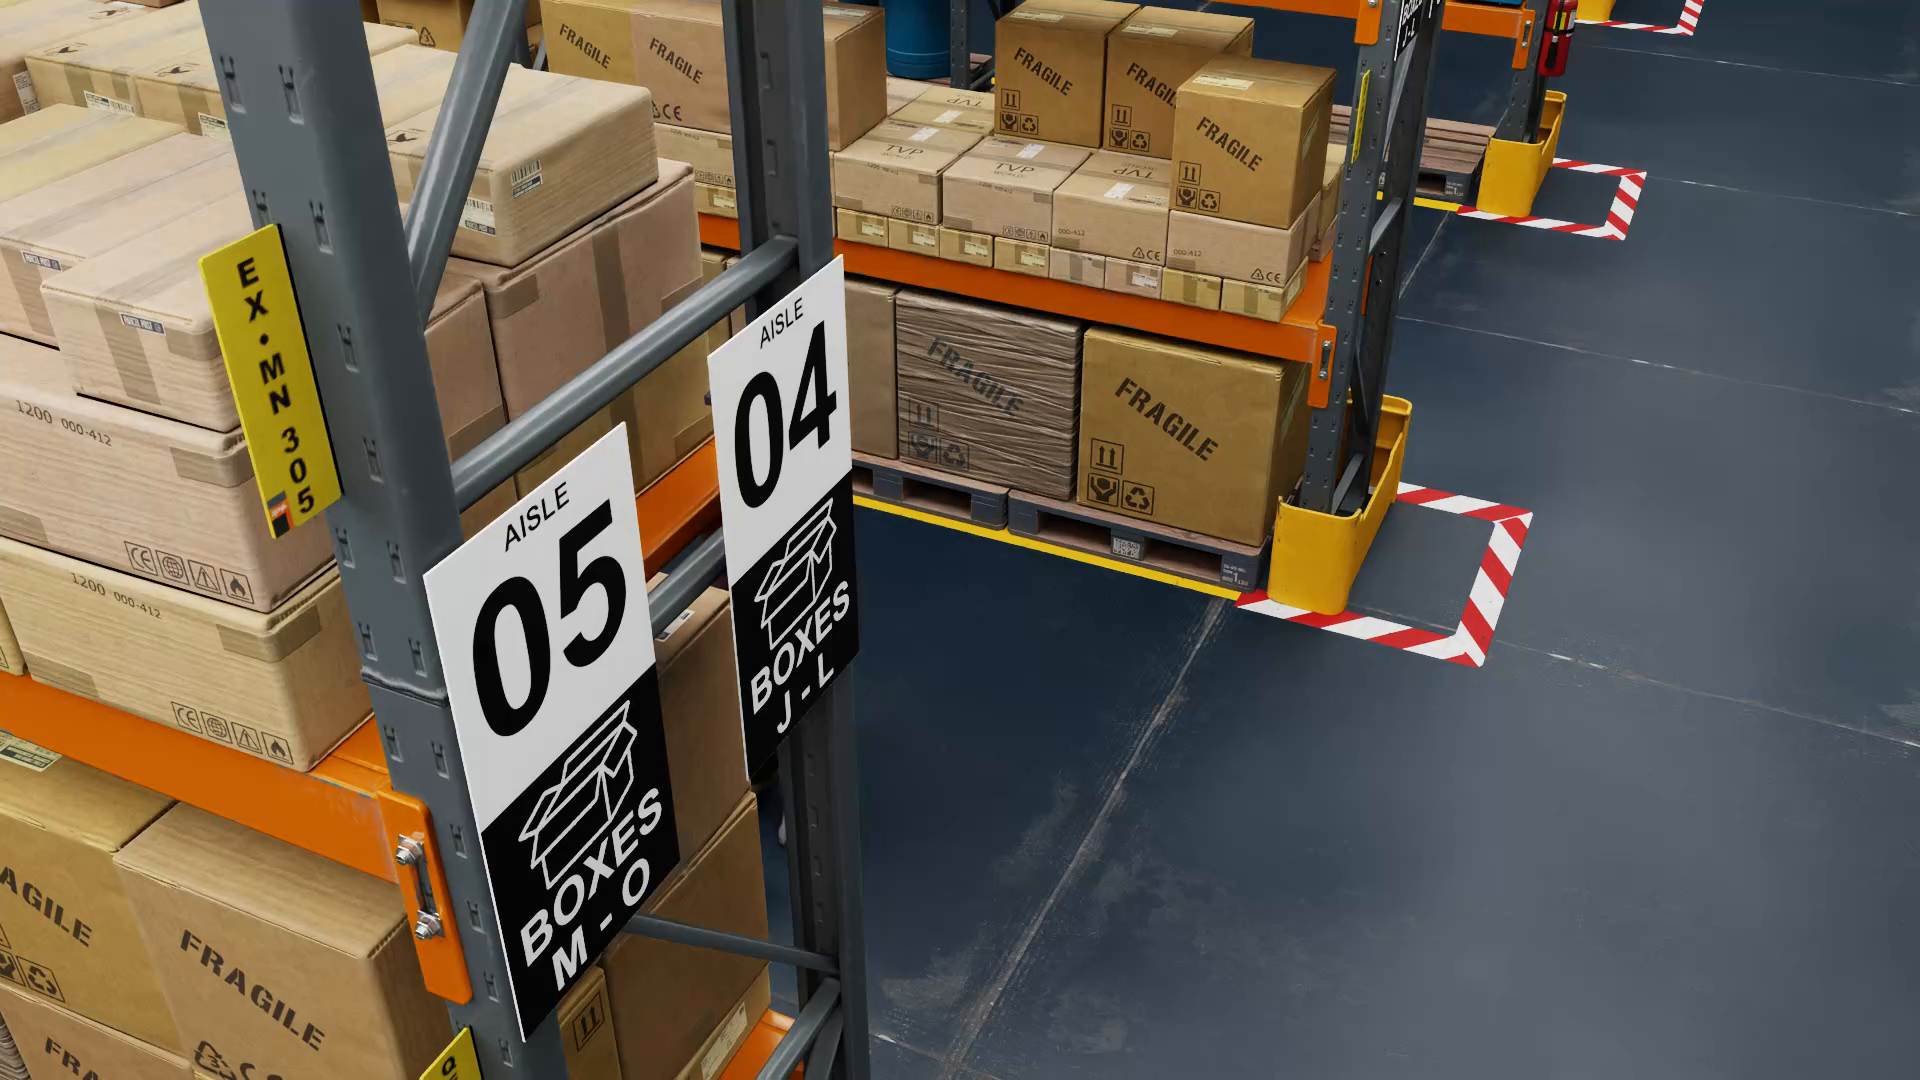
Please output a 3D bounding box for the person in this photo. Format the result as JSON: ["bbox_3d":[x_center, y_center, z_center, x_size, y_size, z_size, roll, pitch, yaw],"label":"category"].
[{"bbox_3d":[-0.659,0.281,5.745,0.569,1.764,0.382,15,36,22],"label":"person"}]
